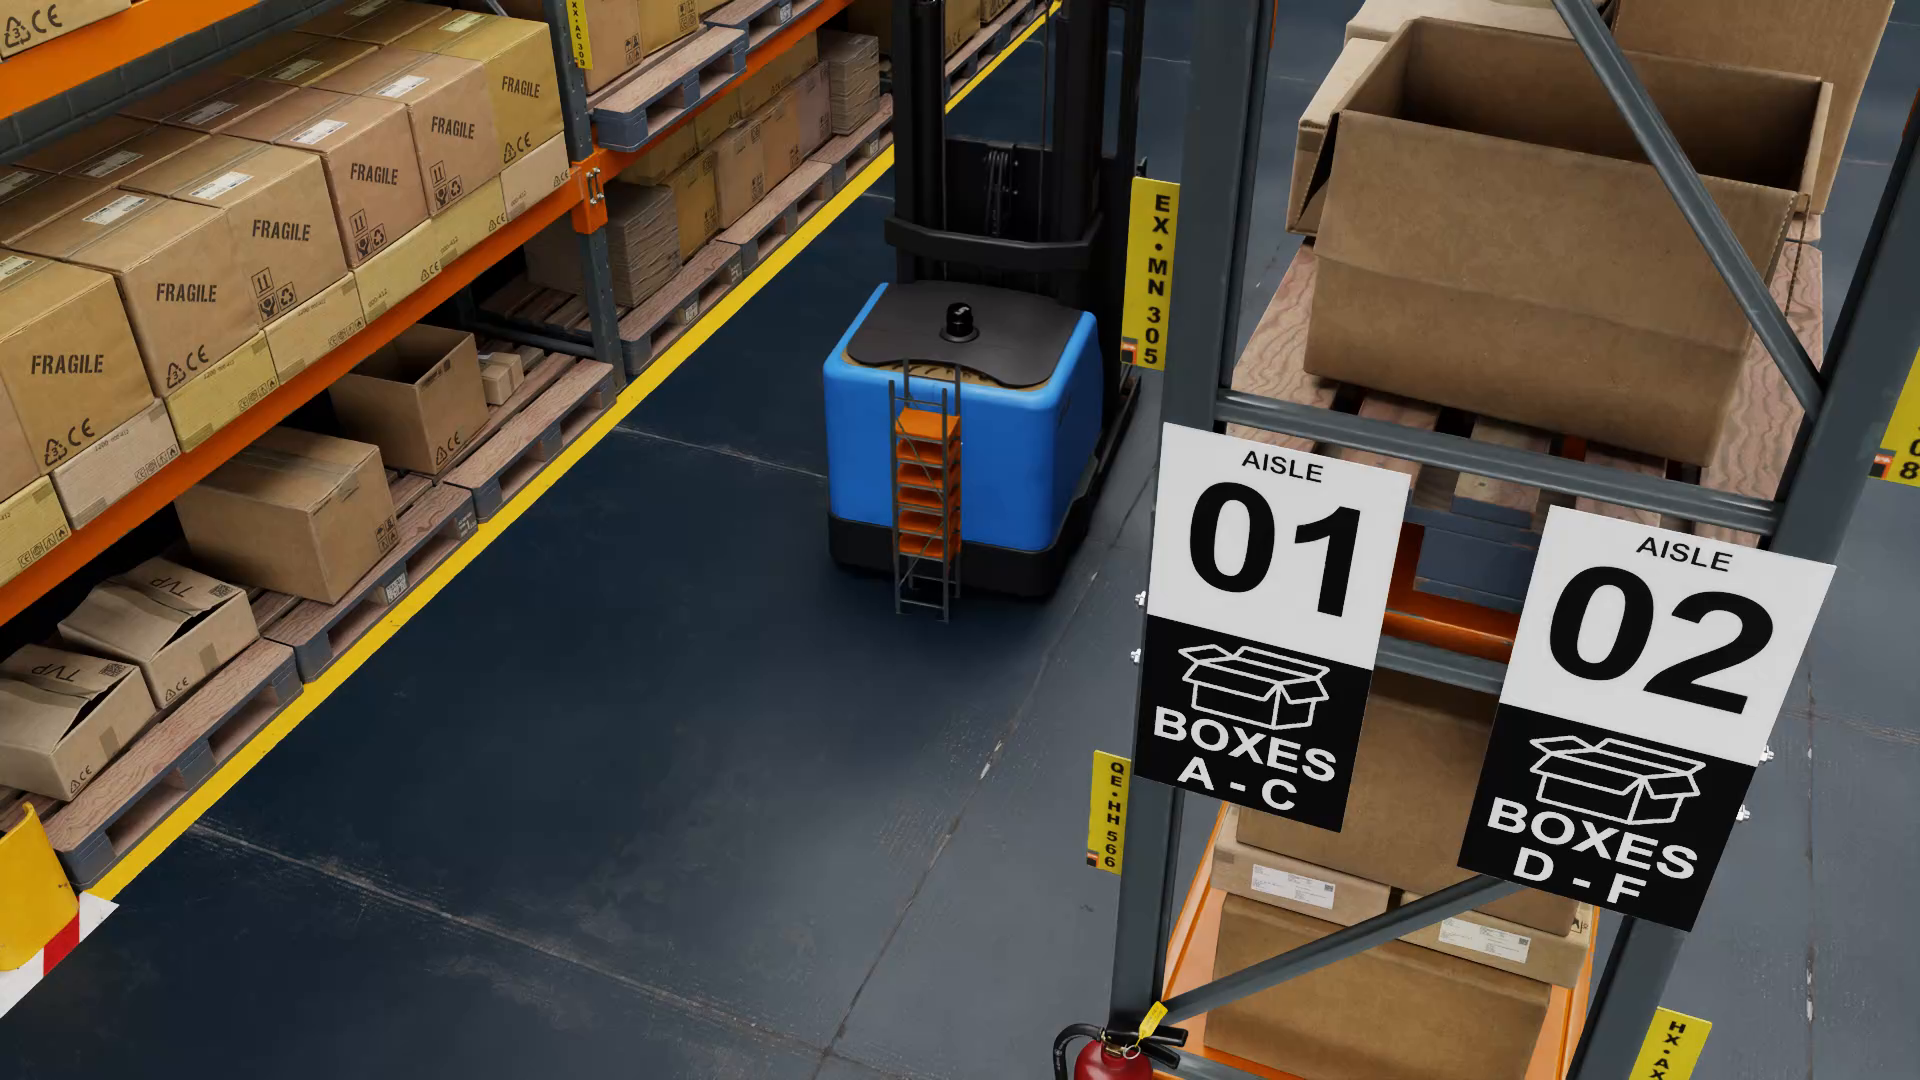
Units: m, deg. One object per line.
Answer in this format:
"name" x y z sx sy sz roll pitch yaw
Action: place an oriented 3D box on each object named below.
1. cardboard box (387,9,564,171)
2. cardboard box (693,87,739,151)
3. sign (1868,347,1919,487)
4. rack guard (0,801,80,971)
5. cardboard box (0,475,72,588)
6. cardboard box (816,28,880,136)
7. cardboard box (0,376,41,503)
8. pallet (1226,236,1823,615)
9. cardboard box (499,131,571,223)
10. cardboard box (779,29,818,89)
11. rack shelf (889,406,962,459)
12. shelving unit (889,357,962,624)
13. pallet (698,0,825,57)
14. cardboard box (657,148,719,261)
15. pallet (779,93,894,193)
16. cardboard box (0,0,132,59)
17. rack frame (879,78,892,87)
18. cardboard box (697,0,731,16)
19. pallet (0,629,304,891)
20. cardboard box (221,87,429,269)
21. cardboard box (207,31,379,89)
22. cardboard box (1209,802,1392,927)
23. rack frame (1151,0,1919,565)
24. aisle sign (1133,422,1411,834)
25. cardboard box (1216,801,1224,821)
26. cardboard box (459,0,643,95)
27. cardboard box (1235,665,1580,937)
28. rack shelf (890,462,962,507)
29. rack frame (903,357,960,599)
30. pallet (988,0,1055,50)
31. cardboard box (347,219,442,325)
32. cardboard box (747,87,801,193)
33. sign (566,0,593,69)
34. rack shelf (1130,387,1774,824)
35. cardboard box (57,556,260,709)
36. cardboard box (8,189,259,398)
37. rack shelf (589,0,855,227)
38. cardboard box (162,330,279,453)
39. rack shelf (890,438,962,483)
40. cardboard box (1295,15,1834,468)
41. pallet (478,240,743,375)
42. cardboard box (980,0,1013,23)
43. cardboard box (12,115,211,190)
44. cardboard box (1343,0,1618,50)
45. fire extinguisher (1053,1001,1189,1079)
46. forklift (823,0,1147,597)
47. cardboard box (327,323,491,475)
"cardboard box" -2.148 -2.013 7.421 0.500 0.500 0.500 14 39 18
"cardboard box" -1.631 -2.518 9.707 0.500 0.250 0.500 13 39 16
"sign" 1.317 -0.210 2.224 0.100 0.325 0.005 14 39 18
"rack guard" -3.748 1.076 5.892 1.175 0.500 0.348 14 39 18
"cardboard box" -3.297 -0.029 5.391 0.500 0.250 0.500 13 39 16
"cardboard box" -0.958 -3.076 11.081 0.700 0.500 0.500 14 39 18
"cardboard box" -3.317 -0.327 5.164 0.500 0.500 0.500 14 39 18
"pallet" 1.099 -0.308 3.225 1.003 0.211 1.213 14 39 18
"cardboard box" -2.154 -1.714 7.646 0.500 0.250 0.500 14 39 18
"cardboard box" -1.233 -3.076 10.453 0.500 0.250 0.500 15 39 19
"rack shelf" -0.140 -0.441 6.811 0.258 0.103 0.180 10 38 13
"shelving unit" -0.140 -0.189 7.000 0.258 1.200 0.189 10 38 13
"pallet" -1.448 -3.130 9.592 1.003 0.211 1.213 14 39 18
"cardboard box" -1.840 -1.981 9.616 0.700 0.500 0.500 13 39 17
"pallet" -1.031 -2.763 11.270 1.003 0.211 1.213 14 39 18
"cardboard box" -2.987 -1.838 5.098 0.500 0.500 0.500 16 40 20
"rack frame" -0.733 -4.312 11.014 1.000 3.000 0.127 14 39 18
"cardboard box" -1.588 -3.267 9.165 0.700 0.500 0.500 19 41 24
"pallet" -3.406 0.750 6.570 1.003 0.211 1.213 14 39 18
"cardboard box" -2.535 -1.459 6.679 0.500 0.500 0.500 13 39 16
"cardboard box" -2.827 -1.847 7.198 0.500 0.500 0.500 14 39 17
"cardboard box" 0.775 0.689 3.698 0.380 0.149 0.250 13 39 17
"rack frame" 0.806 -1.159 1.785 1.000 3.000 0.127 14 39 18
"aisle sign" 0.509 0.172 2.843 0.394 0.787 0.004 14 39 18
"cardboard box" 1.102 0.955 5.287 0.500 0.500 0.500 14 39 18
"cardboard box" -2.029 -2.588 8.256 0.700 0.500 0.500 14 39 18
"cardboard box" 1.016 0.399 3.543 0.700 0.500 0.500 14 39 18
"rack shelf" -0.140 -0.249 6.955 0.258 0.103 0.180 10 38 13
"rack frame" -0.114 -0.241 7.070 0.240 1.200 0.006 10 38 13
"pallet" 0.103 -4.288 13.310 1.003 0.211 1.213 14 39 18
"cardboard box" -2.529 -1.158 6.902 0.500 0.250 0.500 14 39 17
"cardboard box" -1.425 -2.536 10.358 0.700 0.500 0.500 14 39 18
"sign" -1.750 -2.325 7.632 0.100 0.325 0.005 14 39 18
"rack shelf" 1.567 -0.777 4.379 1.077 0.370 4.000 14 39 18
"cardboard box" -3.213 0.340 6.668 0.500 0.311 0.500 17 40 21
"cardboard box" -2.917 -0.883 5.908 0.500 0.500 0.500 13 39 16
"rack shelf" -1.494 -2.917 9.747 1.077 0.370 4.000 14 39 18
"cardboard box" -2.913 -0.600 6.156 0.500 0.250 0.500 13 39 17
"rack shelf" -0.140 -0.345 6.883 0.258 0.103 0.180 10 38 13
"cardboard box" 1.029 -0.541 2.908 0.797 0.503 0.637 17 40 21
"pallet" -1.960 -1.412 9.463 1.003 0.211 1.213 14 39 18
"cardboard box" 0.008 -4.480 12.683 0.750 0.750 0.750 14 39 18
"cardboard box" -3.209 -1.283 6.443 0.500 0.500 0.500 14 39 18
"cardboard box" 1.212 -1.152 3.887 0.500 0.311 0.500 19 41 23
"fire extinguisher" 0.331 1.234 3.658 0.296 0.674 0.183 14 39 18
"forklift" 0.314 -1.810 7.723 1.130 2.935 3.031 10 38 13
"cardboard box" -2.612 -0.689 7.886 0.500 0.500 0.500 11 38 14
